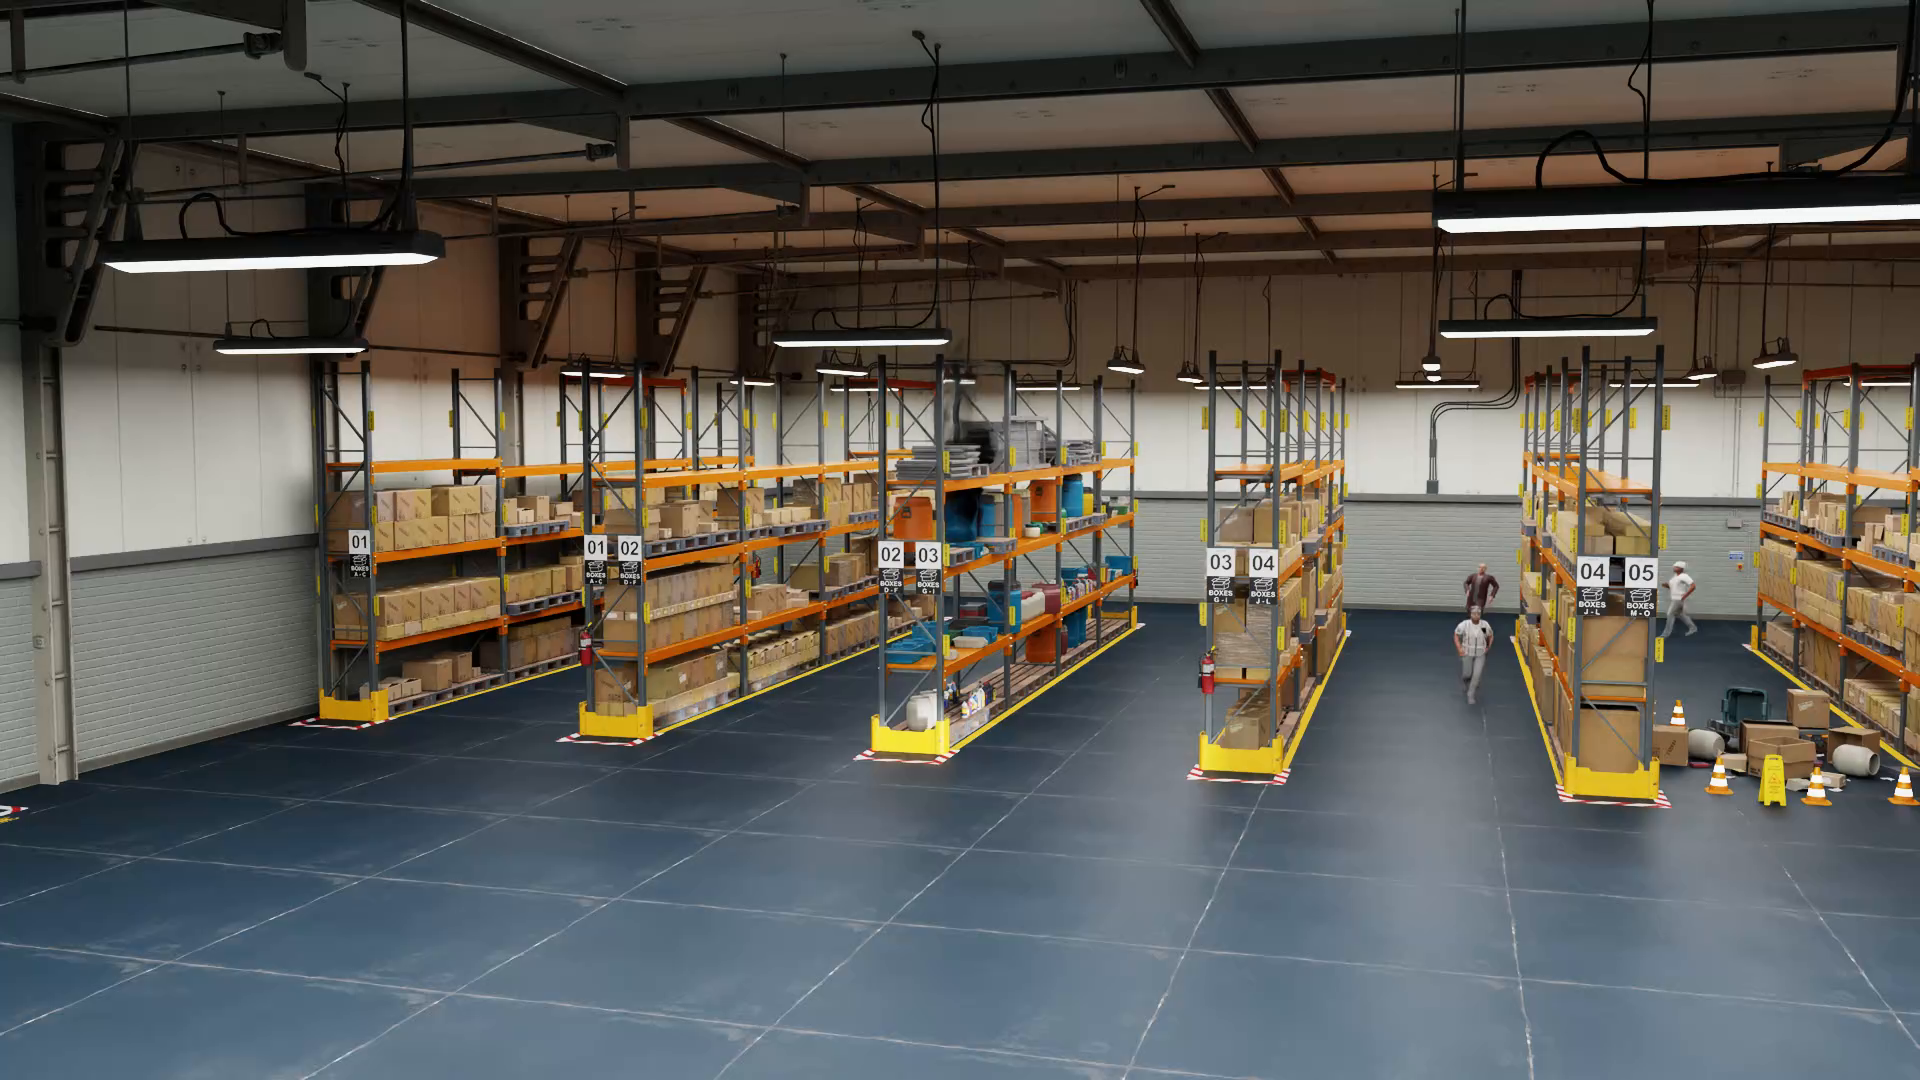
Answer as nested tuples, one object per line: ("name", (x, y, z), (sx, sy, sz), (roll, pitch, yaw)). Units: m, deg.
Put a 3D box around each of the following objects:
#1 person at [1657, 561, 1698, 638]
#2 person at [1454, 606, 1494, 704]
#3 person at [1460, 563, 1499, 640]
("person", (16.462, 1.371, 38.116), (0.939, 1.779, 0.690), (1, 4, 10))
("person", (9.167, 2.023, 29.692), (0.669, 1.751, 0.603), (1, 4, 9))
("person", (11.866, 1.393, 38.073), (0.769, 1.743, 1.050), (4, 6, 42))
